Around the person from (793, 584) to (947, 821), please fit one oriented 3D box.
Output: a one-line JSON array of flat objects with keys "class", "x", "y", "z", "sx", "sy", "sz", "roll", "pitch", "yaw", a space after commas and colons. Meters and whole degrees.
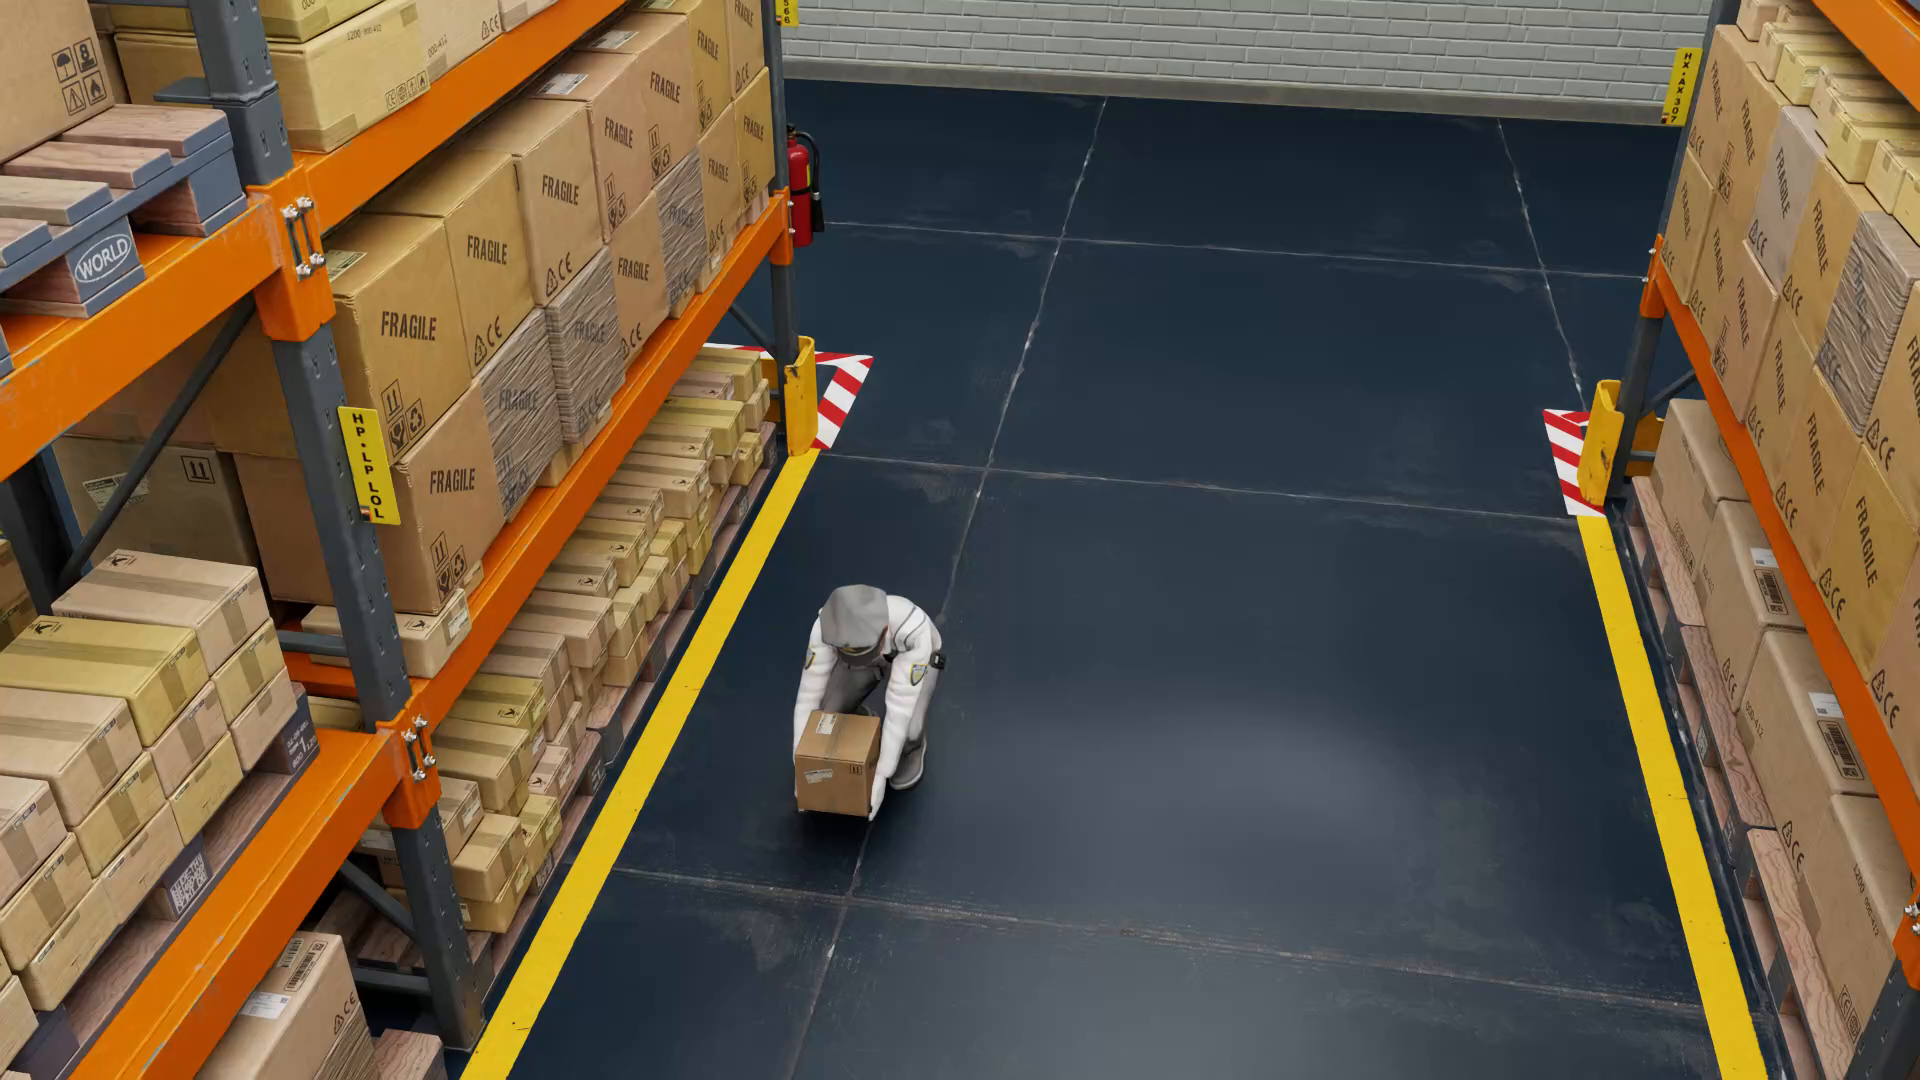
[{"class": "person", "x": -0.321, "y": 0.495, "z": 6.019, "sx": 0.469, "sy": 0.976, "sz": 0.847, "roll": 10, "pitch": 34, "yaw": 15}]
